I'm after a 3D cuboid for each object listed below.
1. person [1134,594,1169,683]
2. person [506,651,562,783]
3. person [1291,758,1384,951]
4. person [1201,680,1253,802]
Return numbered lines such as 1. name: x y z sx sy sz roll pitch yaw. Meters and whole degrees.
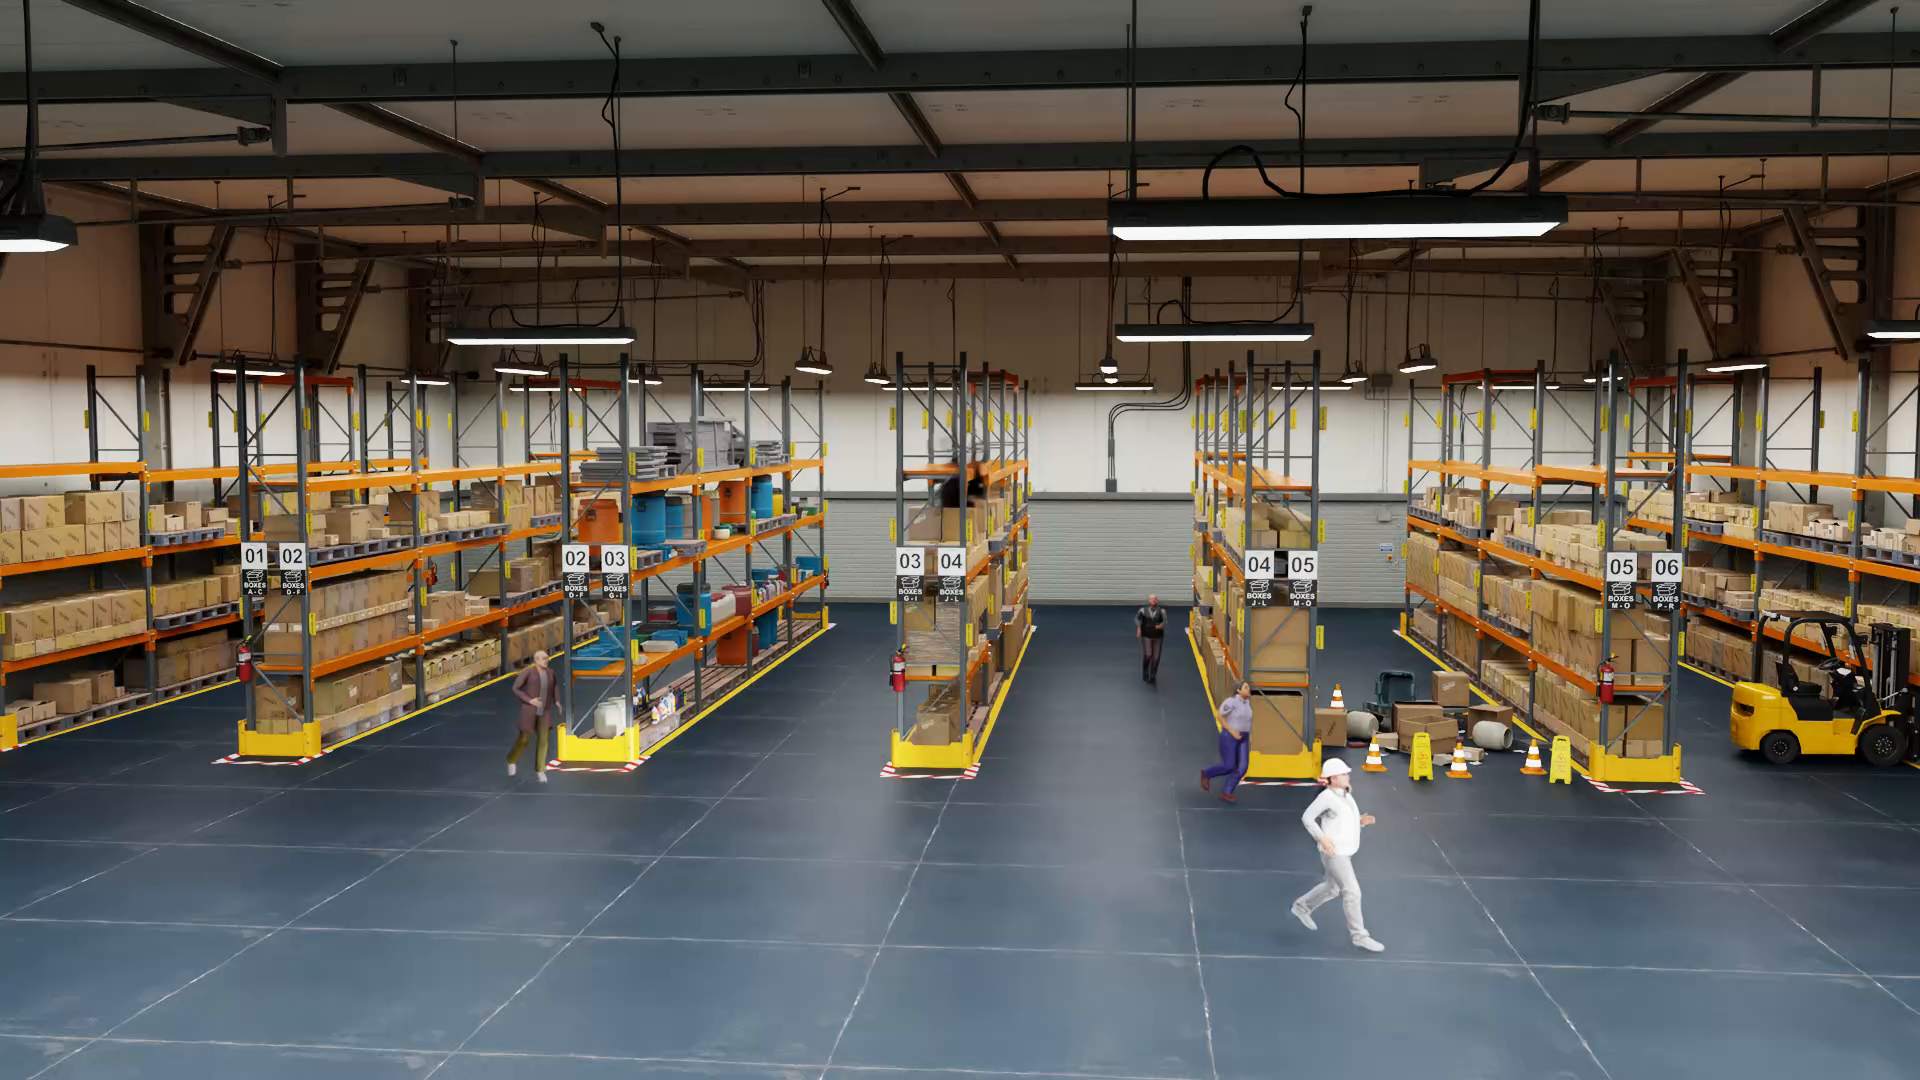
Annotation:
1. person: 3.668 1.888 31.759 0.630 1.699 0.676 0 4 -2
2. person: -5.919 2.446 23.364 0.773 1.778 0.964 -3 5 -40
3. person: 3.608 2.963 15.873 0.961 1.760 0.653 2 5 31
4. person: 3.631 2.655 22.233 0.665 1.571 0.630 -3 5 -39
